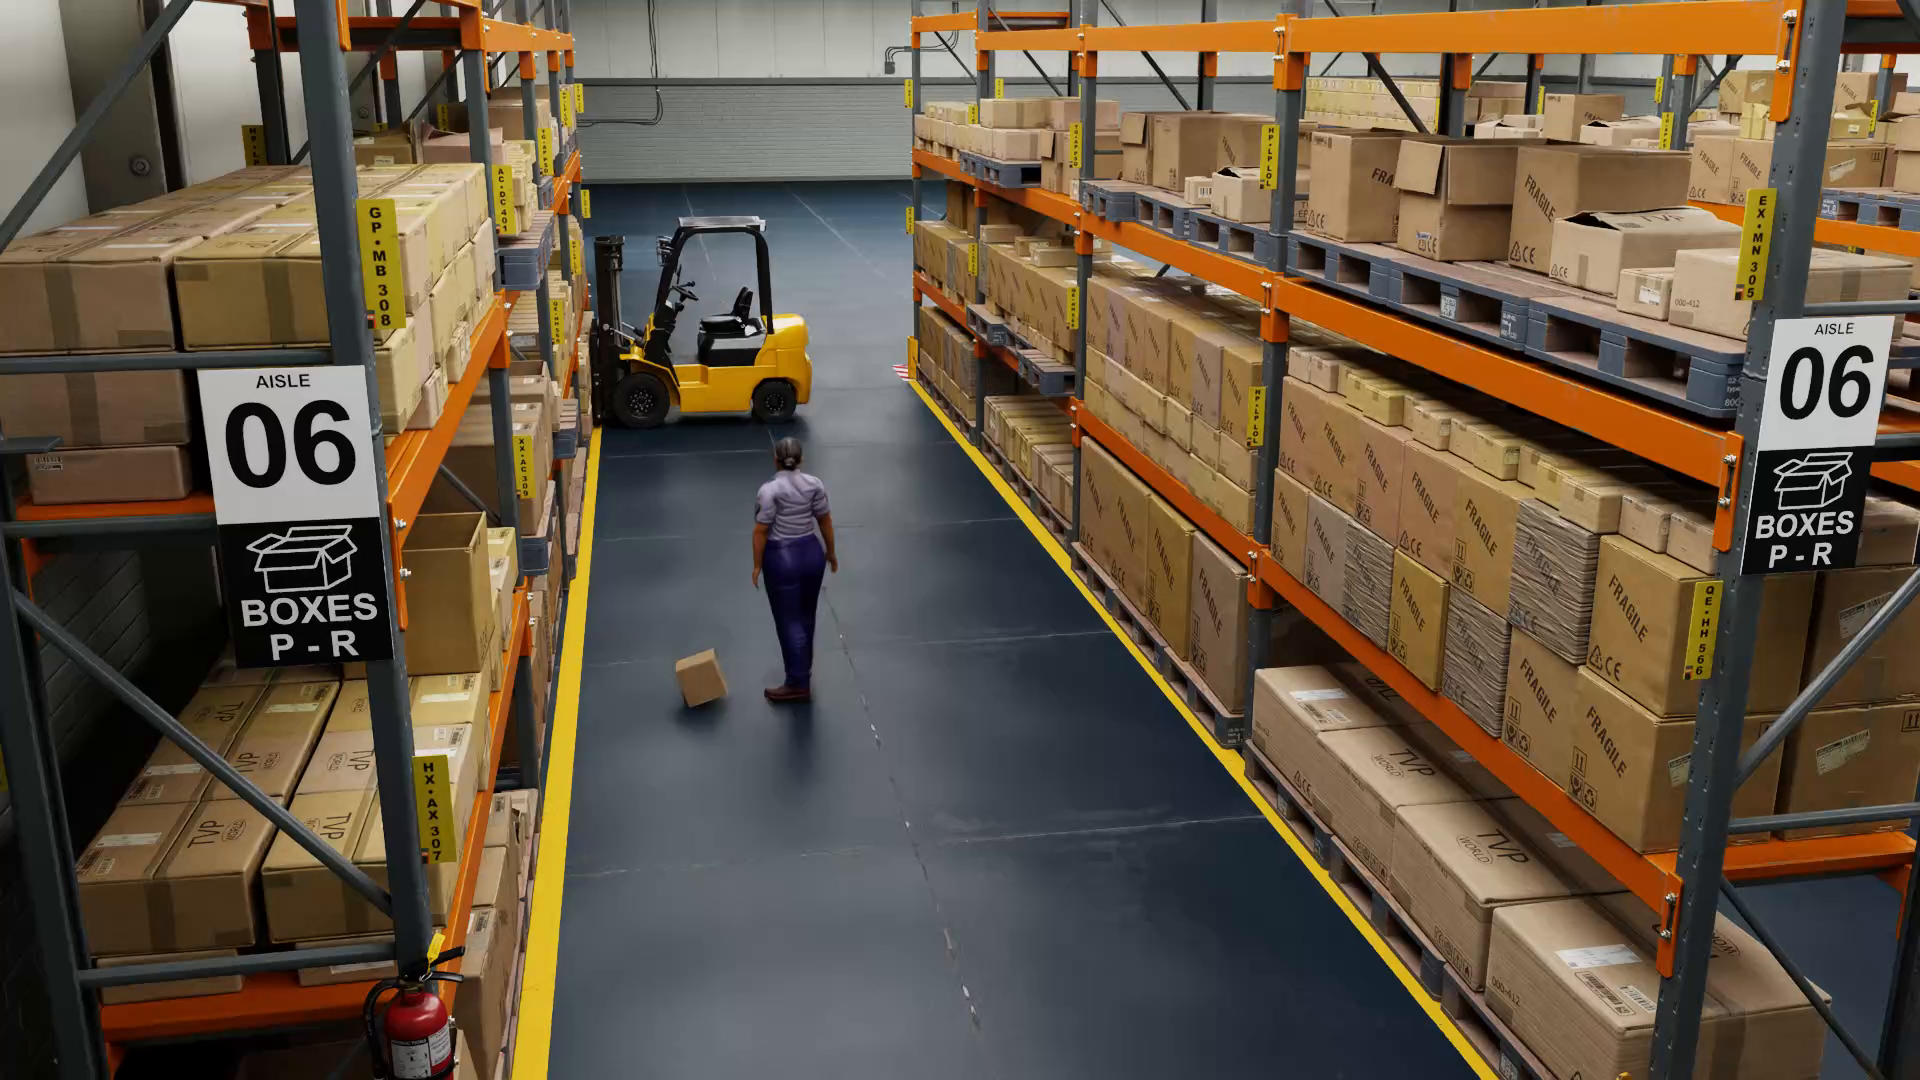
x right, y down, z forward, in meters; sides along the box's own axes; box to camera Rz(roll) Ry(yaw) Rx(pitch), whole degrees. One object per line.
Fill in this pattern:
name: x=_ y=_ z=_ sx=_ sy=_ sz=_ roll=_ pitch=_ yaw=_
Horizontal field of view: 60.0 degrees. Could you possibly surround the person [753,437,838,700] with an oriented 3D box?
person: x=-1.058 y=0.142 z=10.547 sx=0.625 sy=1.633 sz=0.617 roll=-13 pitch=21 yaw=-37
